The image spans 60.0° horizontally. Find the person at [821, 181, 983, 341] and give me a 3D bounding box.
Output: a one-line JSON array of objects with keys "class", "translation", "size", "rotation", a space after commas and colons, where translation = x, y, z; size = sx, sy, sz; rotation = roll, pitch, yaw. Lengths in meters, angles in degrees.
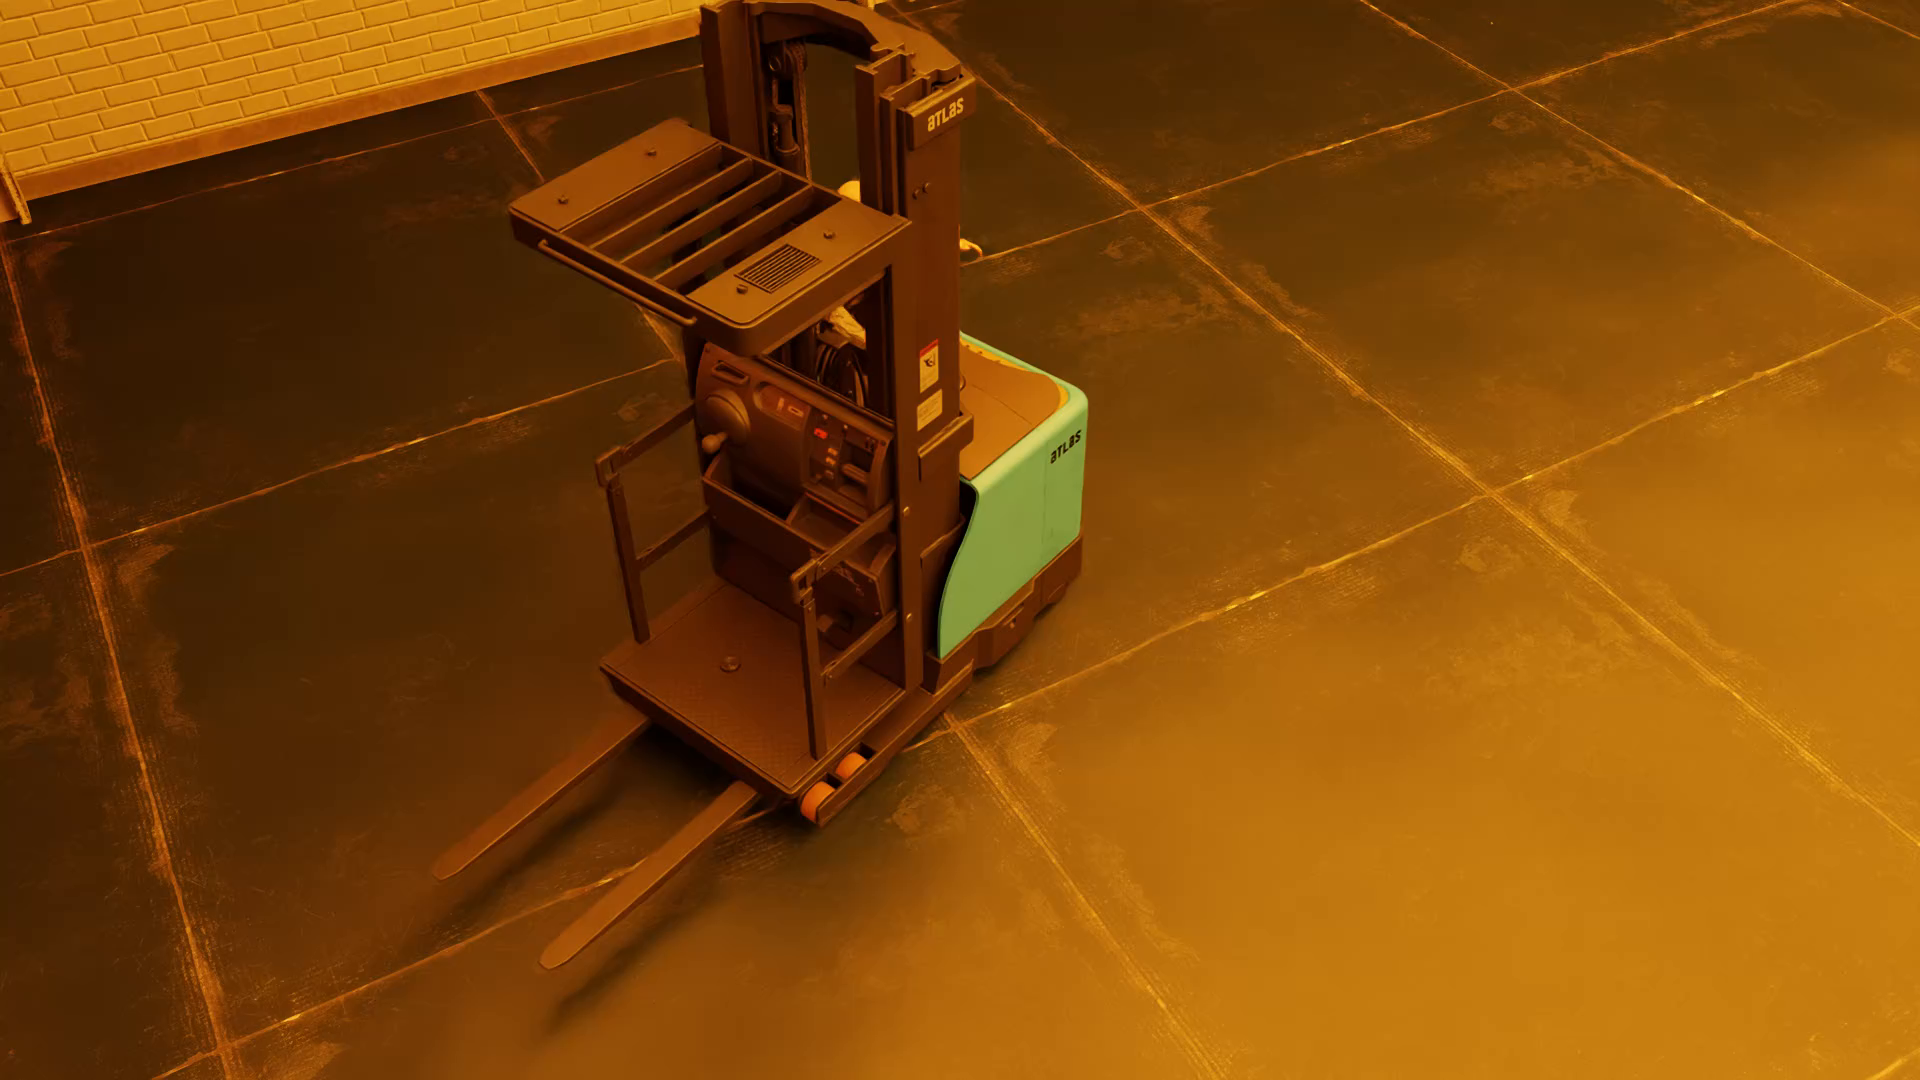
[{"class": "person", "translation": [-0.244, -0.966, 7.809], "size": [0.872, 1.487, 0.940], "rotation": [5, 43, 6]}]

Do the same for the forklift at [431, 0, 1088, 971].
[{"class": "forklift", "translation": [-0.763, -0.330, 6.054], "size": [1.130, 2.935, 3.031], "rotation": [29, 50, 27]}]
